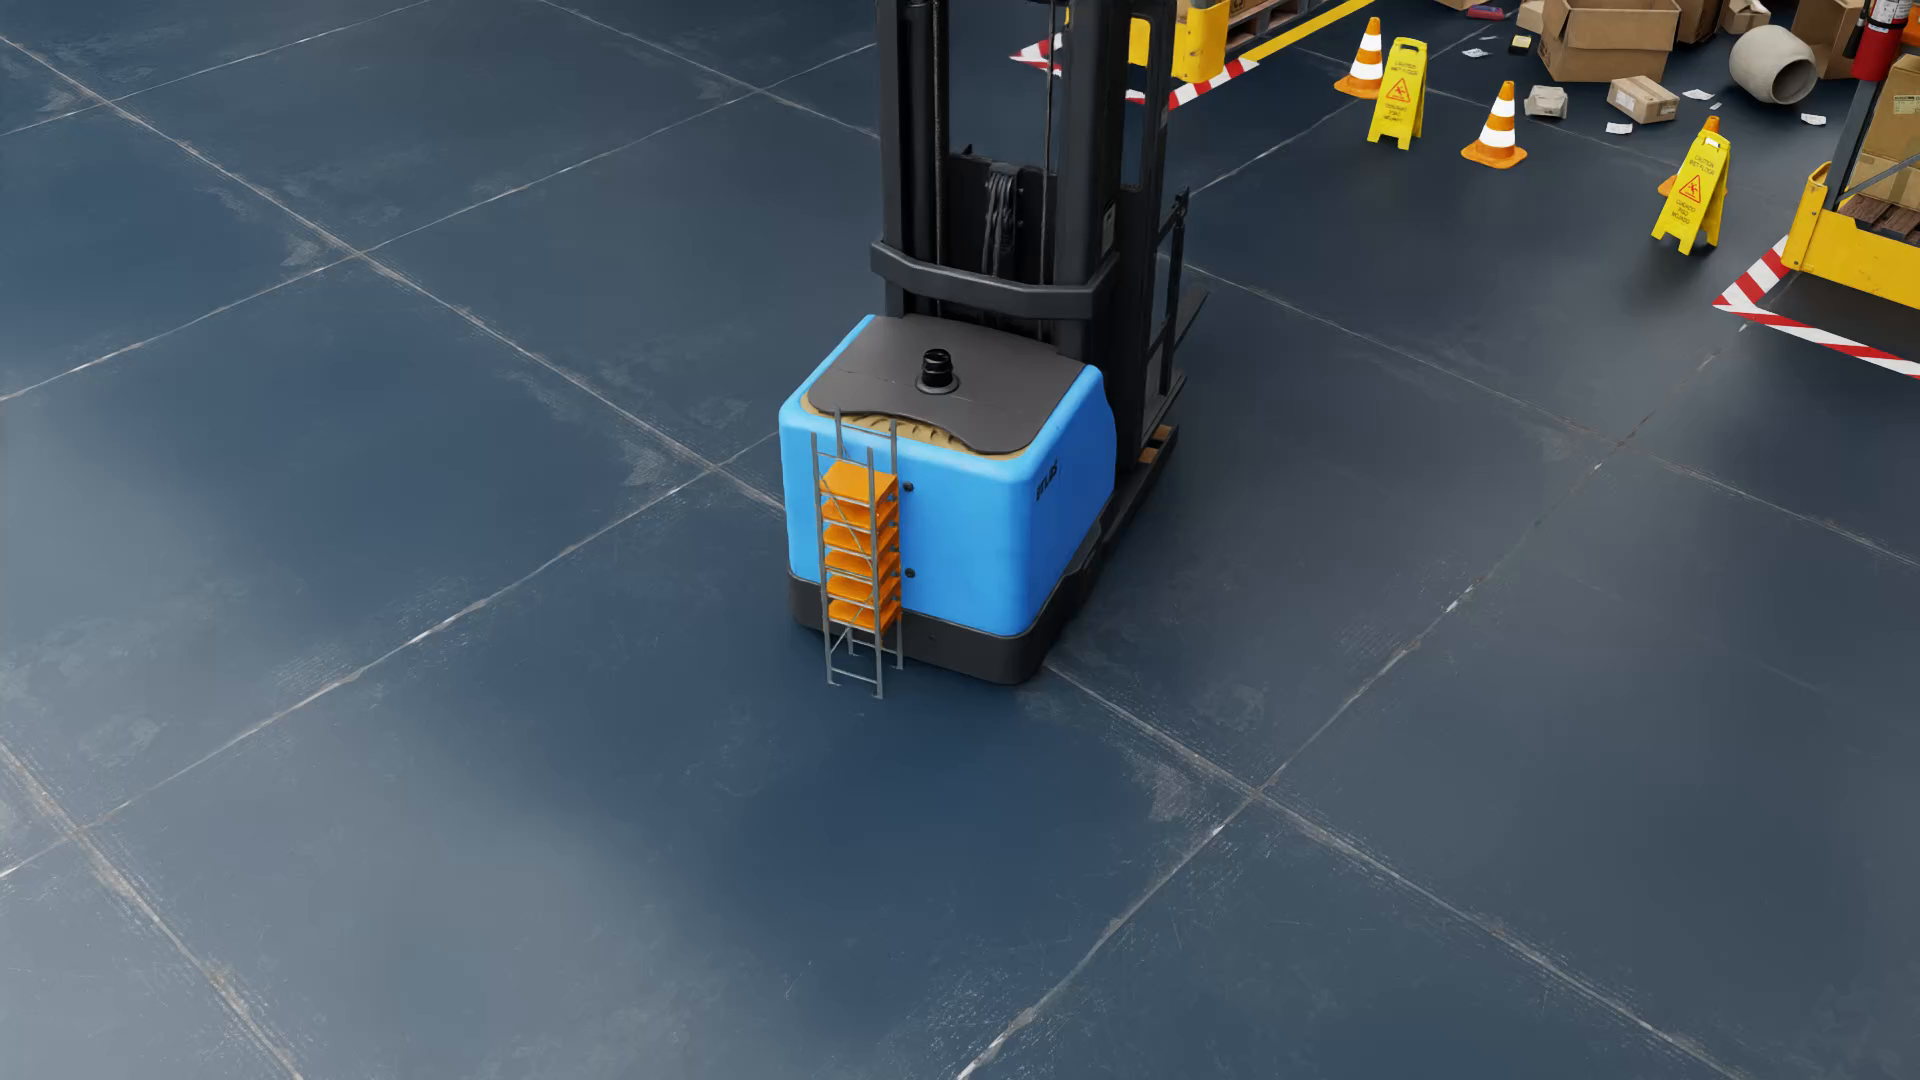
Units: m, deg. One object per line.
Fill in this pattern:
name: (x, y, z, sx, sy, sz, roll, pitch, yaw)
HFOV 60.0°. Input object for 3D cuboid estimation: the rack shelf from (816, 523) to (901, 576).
rack shelf: (-0.373, 0.011, 6.151, 0.258, 0.103, 0.180, 15, 41, 18)

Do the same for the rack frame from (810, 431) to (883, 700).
rack frame: (-0.410, 0.122, 6.132, 0.240, 1.200, 0.006, 15, 41, 18)

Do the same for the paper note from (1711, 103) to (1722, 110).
paper note: (4.904, -2.813, 10.780, 0.032, 0.001, 0.123, 30, 47, 32)

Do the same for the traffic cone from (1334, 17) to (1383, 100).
traffic cone: (2.681, -3.184, 10.882, 0.336, 0.463, 0.334, 30, 47, 32)

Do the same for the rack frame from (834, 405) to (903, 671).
rack frame: (-0.336, 0.018, 6.263, 0.240, 1.200, 0.006, 15, 41, 18)

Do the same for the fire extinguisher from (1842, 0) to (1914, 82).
fire extinguisher: (4.580, -2.608, 8.182, 0.296, 0.674, 0.183, 30, 47, 32)

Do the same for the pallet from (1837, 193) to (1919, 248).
pallet: (5.622, -1.799, 9.343, 1.003, 0.211, 1.213, 30, 47, 32)

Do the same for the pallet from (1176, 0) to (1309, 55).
pallet: (1.757, -3.838, 11.907, 1.003, 0.211, 1.213, 30, 47, 32)

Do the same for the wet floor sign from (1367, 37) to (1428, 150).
wet floor sign: (2.717, -2.763, 10.206, 0.267, 0.644, 0.232, 22, 43, 25)

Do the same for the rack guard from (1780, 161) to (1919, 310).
rack guard: (5.048, -1.554, 8.802, 1.175, 0.500, 0.348, 30, 47, 32)

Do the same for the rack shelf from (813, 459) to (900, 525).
rack shelf: (-0.373, -0.177, 6.001, 0.258, 0.103, 0.180, 15, 41, 18)

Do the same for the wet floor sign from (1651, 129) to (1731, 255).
wet floor sign: (4.079, -1.938, 9.168, 0.232, 0.644, 0.267, -18, 42, -21)

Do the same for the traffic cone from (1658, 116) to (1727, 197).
traffic cone: (4.335, -2.243, 9.700, 0.336, 0.463, 0.334, 30, 47, 32)

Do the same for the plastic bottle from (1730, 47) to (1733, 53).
plastic bottle: (5.441, -3.379, 11.451, 0.283, 0.061, 0.133, -26, 45, -29)

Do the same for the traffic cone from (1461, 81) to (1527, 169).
traffic cone: (3.286, -2.553, 10.089, 0.336, 0.463, 0.334, 30, 47, 32)

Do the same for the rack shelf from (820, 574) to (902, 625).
rack shelf: (-0.373, 0.199, 6.300, 0.258, 0.103, 0.180, 15, 41, 18)

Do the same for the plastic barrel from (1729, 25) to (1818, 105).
plastic barrel: (5.273, -3.073, 10.775, 0.421, 0.421, 0.512, -5, 39, -6)

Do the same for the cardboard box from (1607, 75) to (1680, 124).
cardboard box: (4.390, -2.831, 10.691, 0.250, 0.149, 0.380, -11, 40, -14)

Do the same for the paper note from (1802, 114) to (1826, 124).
paper note: (5.448, -2.689, 10.607, 0.142, 0.019, 0.148, 14, 41, 17)

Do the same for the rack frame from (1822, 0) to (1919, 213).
rack frame: (4.997, -2.497, 7.980, 1.000, 3.000, 0.127, 30, 47, 32)

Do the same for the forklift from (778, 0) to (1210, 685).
forklift: (0.364, -1.504, 6.787, 1.130, 2.935, 3.031, 15, 41, 18)

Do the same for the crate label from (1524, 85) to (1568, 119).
crate label: (3.771, -2.813, 10.678, 0.250, 0.136, 0.298, 8, 39, 10)

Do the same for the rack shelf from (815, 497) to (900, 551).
rack shelf: (-0.373, -0.083, 6.076, 0.258, 0.103, 0.180, 15, 41, 18)

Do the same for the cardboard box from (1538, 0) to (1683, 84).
cardboard box: (4.313, -3.390, 11.109, 0.797, 0.503, 0.637, 2, 39, 2)

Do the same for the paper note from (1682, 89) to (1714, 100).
paper note: (4.849, -2.928, 10.917, 0.142, 0.019, 0.148, -18, 42, -21)

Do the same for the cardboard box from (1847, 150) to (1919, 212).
cardboard box: (5.360, -2.081, 9.328, 0.500, 0.250, 0.500, 29, 47, 32)

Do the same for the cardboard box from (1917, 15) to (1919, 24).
cardboard box: (5.091, -2.660, 8.388, 0.380, 0.149, 0.250, 31, 48, 33)

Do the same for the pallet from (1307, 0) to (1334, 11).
pallet: (2.580, -4.396, 12.609, 1.003, 0.211, 1.213, 30, 47, 32)

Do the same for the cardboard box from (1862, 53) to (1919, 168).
cardboard box: (5.345, -2.356, 9.073, 0.500, 0.500, 0.500, 30, 47, 32)

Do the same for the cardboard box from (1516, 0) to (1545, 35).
cardboard box: (4.173, -3.734, 11.732, 0.258, 0.266, 0.396, -26, 45, -29)

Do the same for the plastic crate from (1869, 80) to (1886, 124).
plastic crate: (6.031, -2.815, 10.726, 0.402, 0.080, 0.583, 14, 41, 17)

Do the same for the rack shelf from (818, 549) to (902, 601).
rack shelf: (-0.373, 0.105, 6.226, 0.258, 0.103, 0.180, 15, 41, 18)

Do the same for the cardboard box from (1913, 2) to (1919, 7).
cardboard box: (5.180, -2.823, 8.593, 0.380, 0.149, 0.250, 29, 47, 31)

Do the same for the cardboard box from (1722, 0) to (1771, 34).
cardboard box: (5.562, -3.792, 11.805, 0.258, 0.266, 0.396, 2, 39, 2)

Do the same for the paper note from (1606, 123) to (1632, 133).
paper note: (4.165, -2.605, 10.502, 0.148, 0.019, 0.142, 14, 41, 17)

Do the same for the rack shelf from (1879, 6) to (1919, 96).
rack shelf: (6.346, -3.134, 9.360, 1.077, 0.370, 4.000, 30, 47, 32)

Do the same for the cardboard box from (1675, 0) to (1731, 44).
cardboard box: (4.938, -3.876, 11.611, 0.797, 0.637, 0.503, 30, 47, 32)

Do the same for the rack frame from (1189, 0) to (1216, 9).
rack frame: (1.275, -4.529, 10.536, 1.000, 3.000, 0.127, 30, 47, 32)

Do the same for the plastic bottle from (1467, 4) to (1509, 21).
plastic bottle: (3.809, -3.792, 11.970, 0.283, 0.061, 0.133, 14, 41, 17)

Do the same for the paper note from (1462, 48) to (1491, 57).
paper note: (3.558, -3.355, 11.446, 0.142, 0.017, 0.144, -18, 42, -21)

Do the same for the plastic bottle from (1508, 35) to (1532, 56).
plastic bottle: (3.886, -3.440, 11.527, 0.133, 0.061, 0.283, 14, 41, 17)

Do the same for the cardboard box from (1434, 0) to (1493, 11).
cardboard box: (3.684, -4.245, 12.185, 0.500, 0.500, 0.500, -26, 45, -29)

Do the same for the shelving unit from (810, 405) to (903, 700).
shelving unit: (-0.373, 0.070, 6.198, 0.258, 1.200, 0.189, 15, 41, 18)

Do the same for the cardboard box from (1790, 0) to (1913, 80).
cardboard box: (5.968, -3.437, 11.168, 0.500, 0.500, 0.500, -5, 39, -6)

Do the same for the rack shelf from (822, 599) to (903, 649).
rack shelf: (-0.373, 0.292, 6.375, 0.258, 0.103, 0.180, 15, 41, 18)

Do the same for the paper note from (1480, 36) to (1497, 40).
paper note: (3.713, -3.525, 11.675, 0.123, 0.001, 0.032, -11, 40, -14)

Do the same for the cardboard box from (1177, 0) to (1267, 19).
cardboard box: (1.684, -4.201, 11.493, 0.875, 0.875, 0.875, 30, 47, 32)

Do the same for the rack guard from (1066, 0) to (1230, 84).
rack guard: (1.259, -3.540, 11.300, 1.175, 0.500, 0.348, 30, 47, 32)
